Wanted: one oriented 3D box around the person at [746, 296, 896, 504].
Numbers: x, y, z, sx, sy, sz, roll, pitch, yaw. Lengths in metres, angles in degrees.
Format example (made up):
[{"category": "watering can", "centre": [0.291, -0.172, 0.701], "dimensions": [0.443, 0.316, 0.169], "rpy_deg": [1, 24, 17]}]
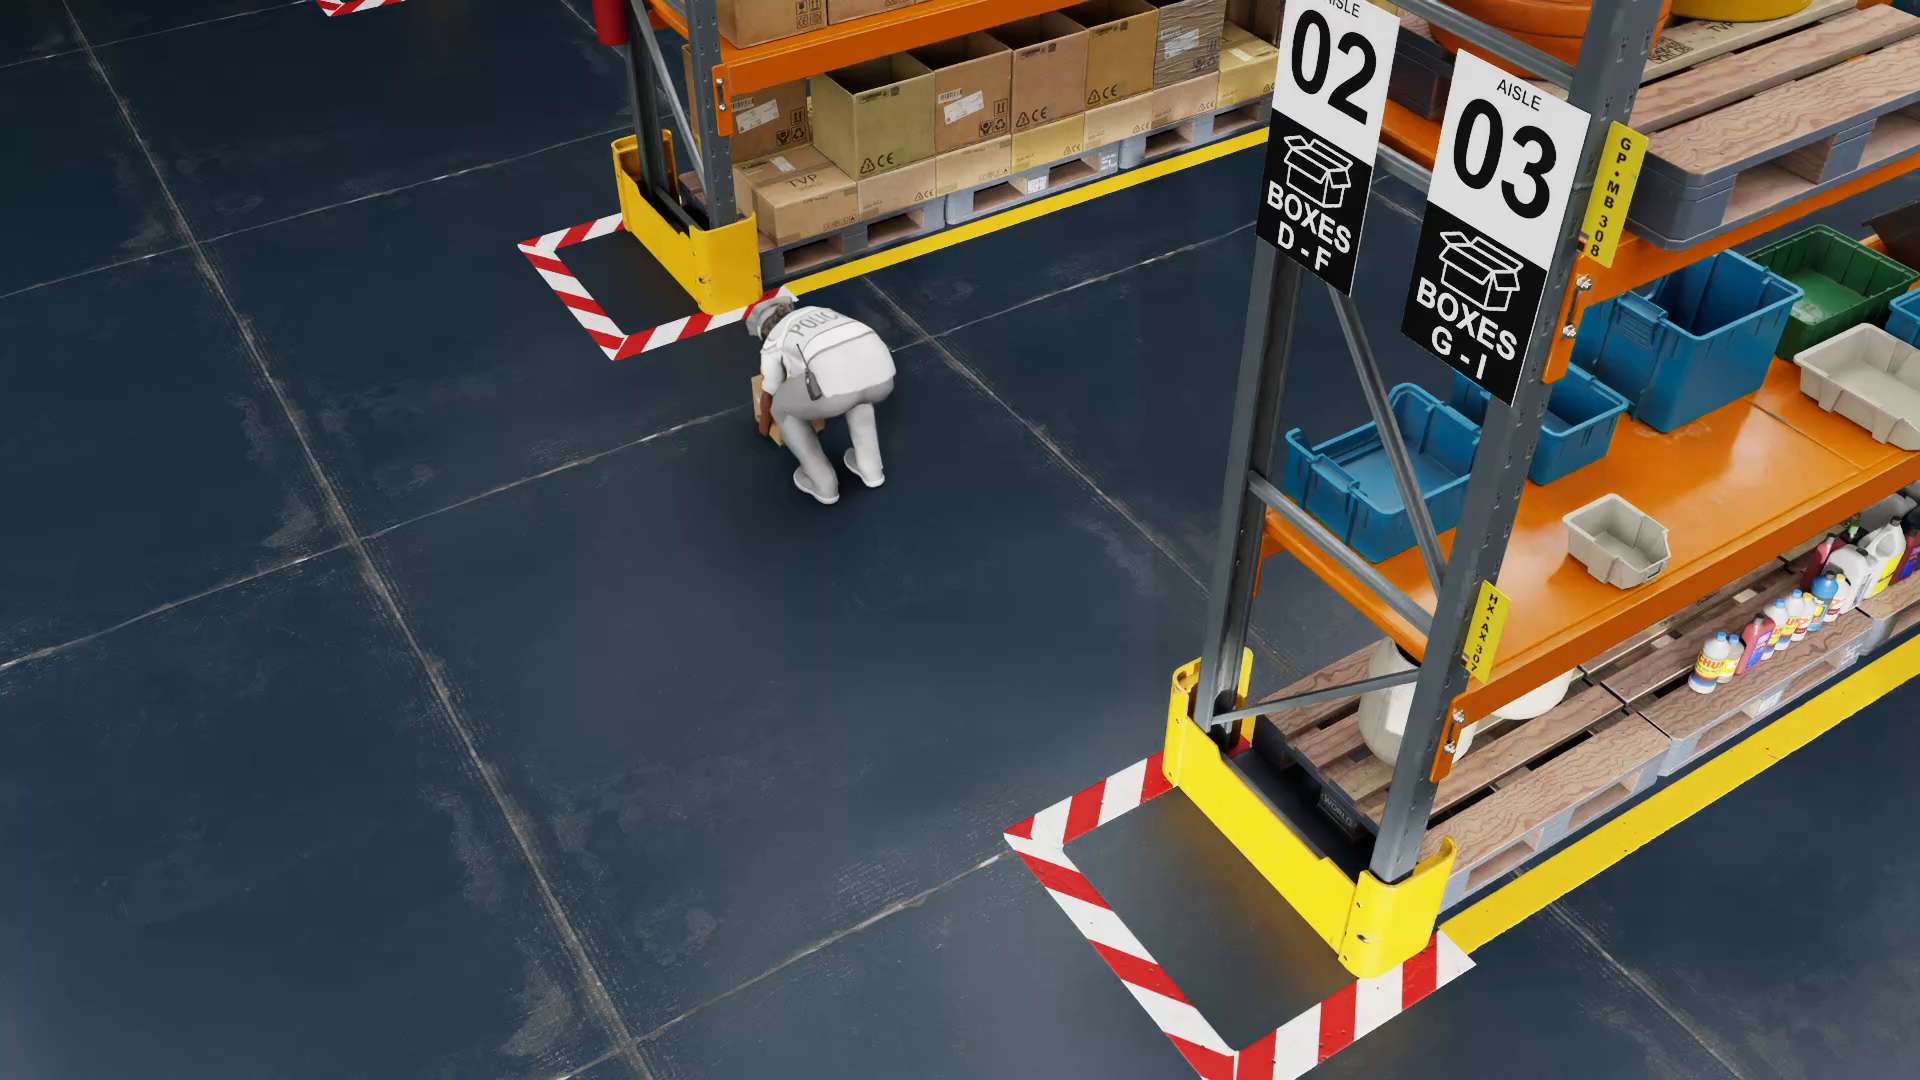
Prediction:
[{"category": "person", "centre": [-0.649, -0.682, 7.562], "dimensions": [0.471, 0.857, 0.907], "rpy_deg": [-25, 47, -26]}]
